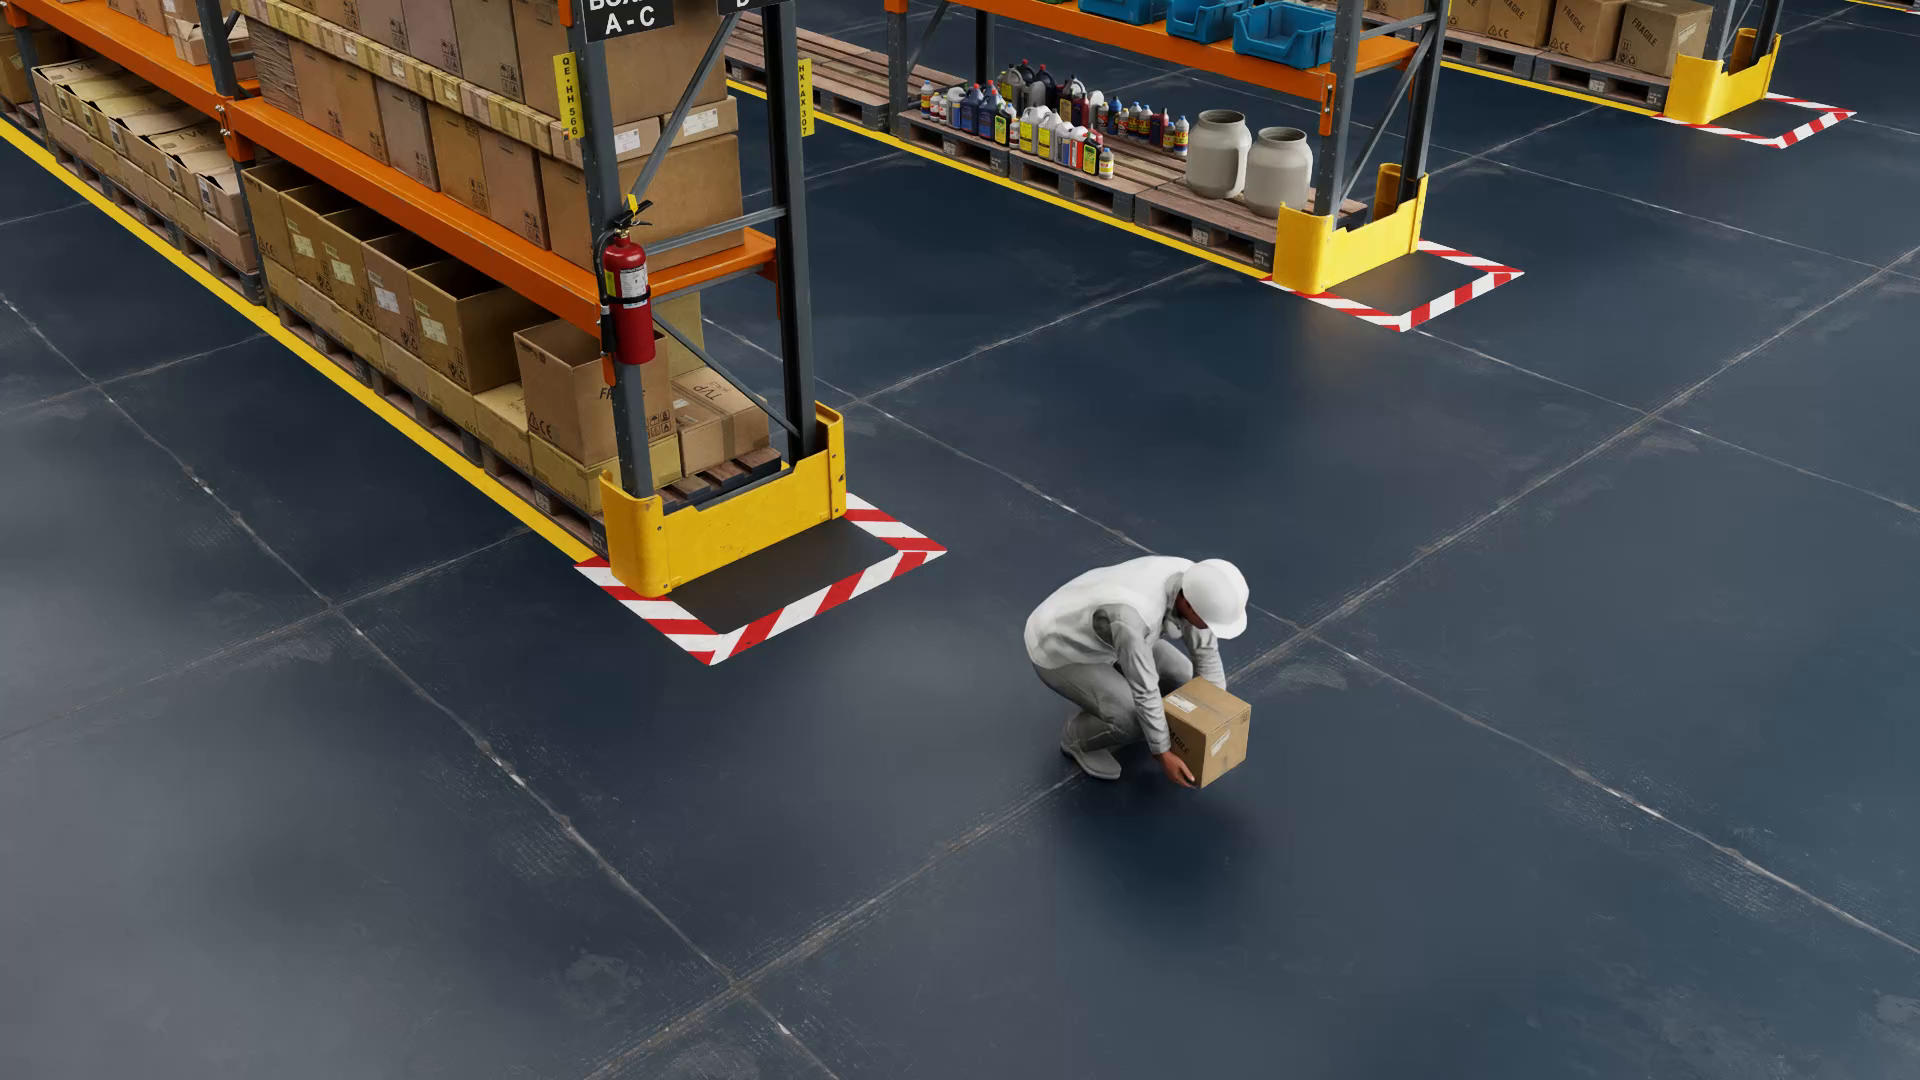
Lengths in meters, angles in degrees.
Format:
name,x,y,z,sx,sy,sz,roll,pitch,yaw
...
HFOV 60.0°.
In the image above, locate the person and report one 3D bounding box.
name,x,y,z,sx,sy,sz,roll,pitch,yaw
person,0.660,0.413,6.177,0.511,1.013,0.875,-27,40,-36
